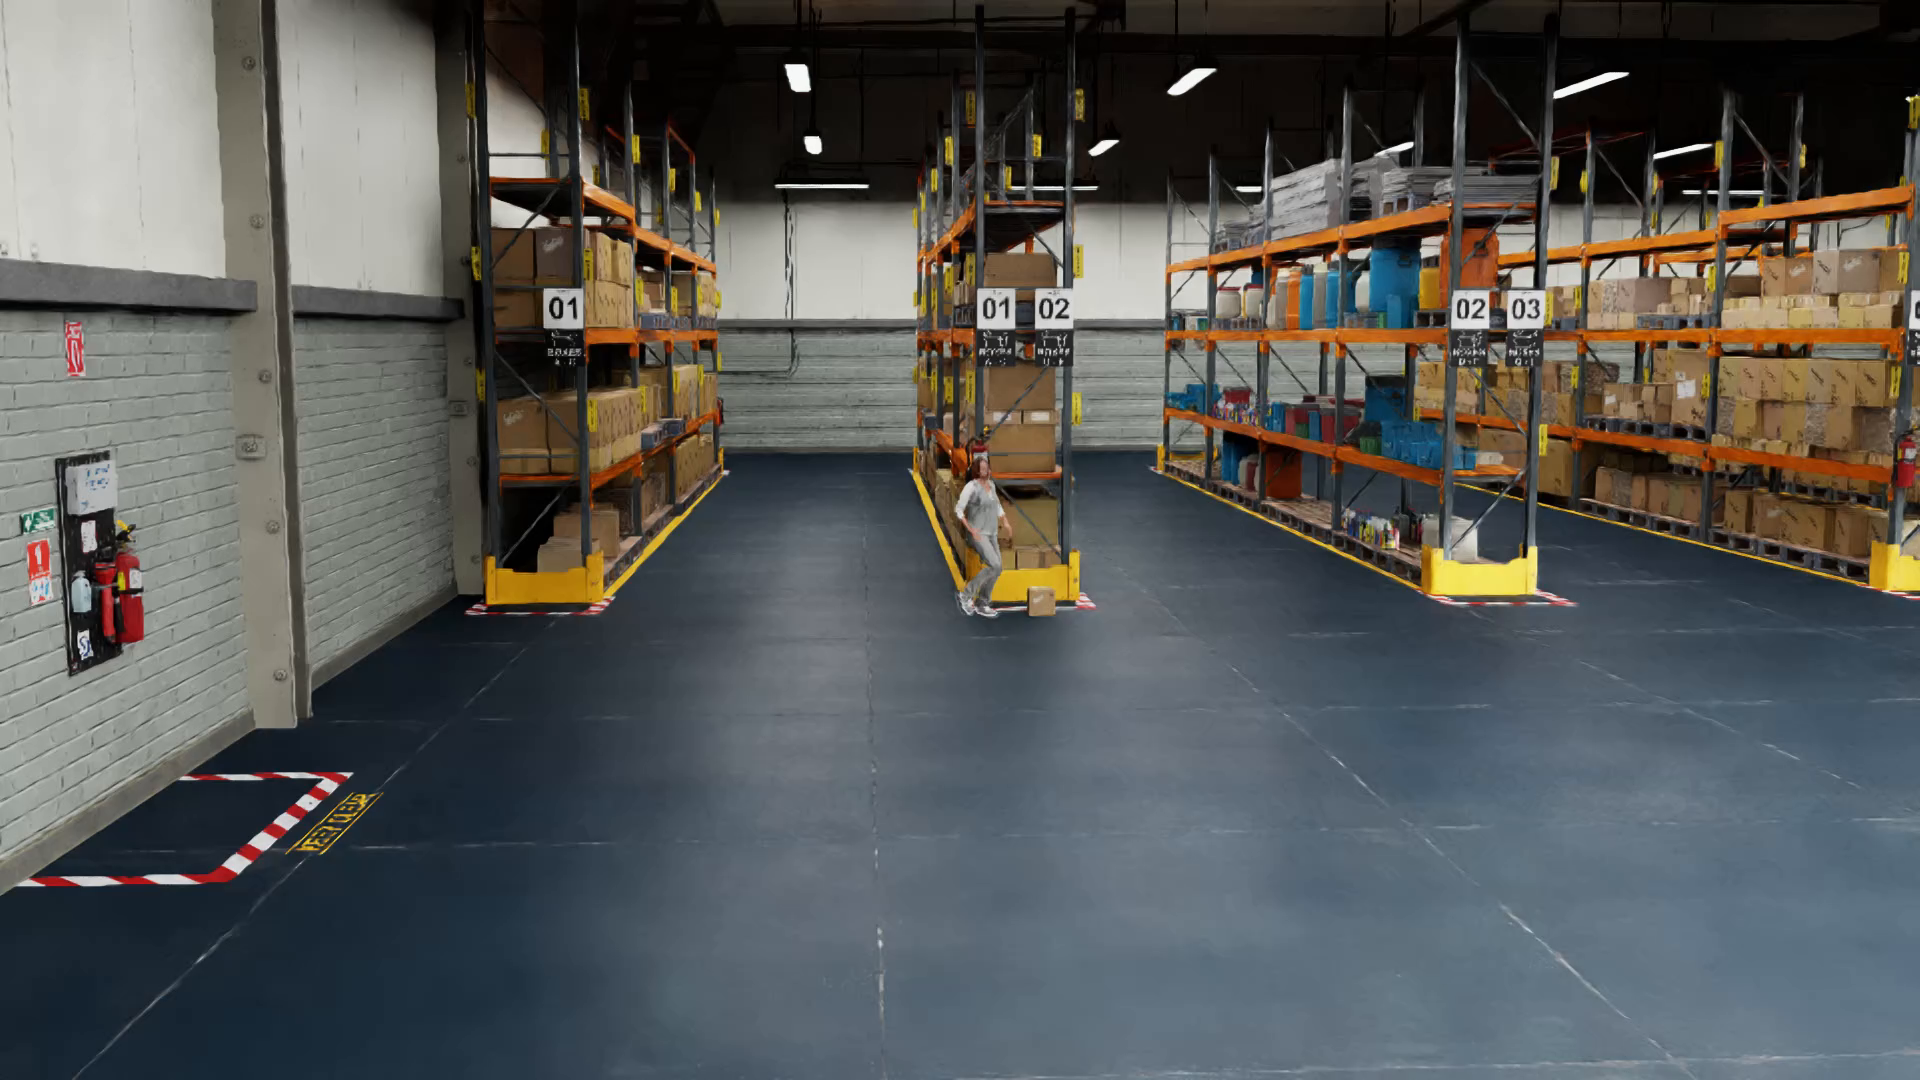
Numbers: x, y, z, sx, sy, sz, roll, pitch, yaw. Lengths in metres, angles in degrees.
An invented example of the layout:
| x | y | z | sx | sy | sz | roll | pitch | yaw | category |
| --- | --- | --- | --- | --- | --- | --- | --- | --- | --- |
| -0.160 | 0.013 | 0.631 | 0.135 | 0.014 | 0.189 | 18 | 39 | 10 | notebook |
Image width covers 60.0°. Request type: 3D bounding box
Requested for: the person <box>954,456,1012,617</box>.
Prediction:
| x | y | z | sx | sy | sz | roll | pitch | yaw | category |
| --- | --- | --- | --- | --- | --- | --- | --- | --- | --- |
| 0.267 | -0.030 | 16.184 | 0.442 | 1.568 | 0.579 | 4 | 8 | 32 | person |
